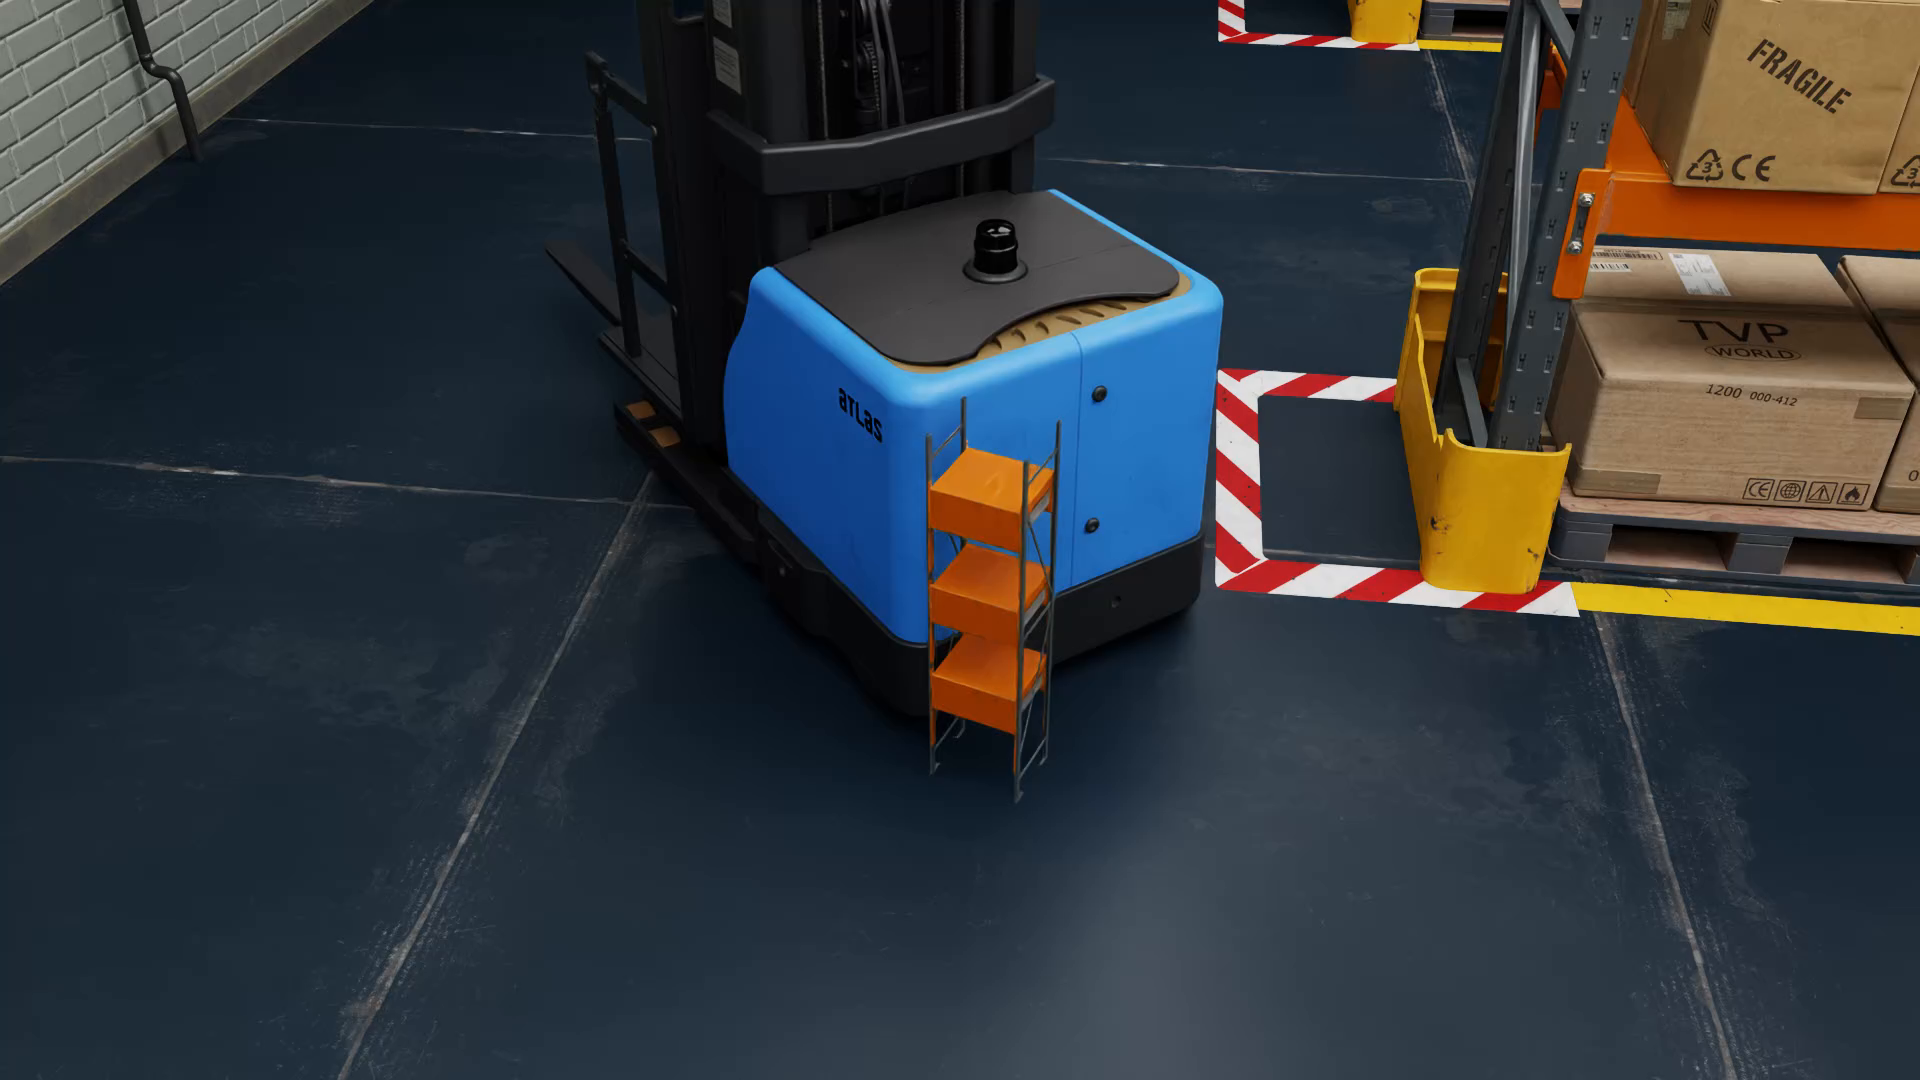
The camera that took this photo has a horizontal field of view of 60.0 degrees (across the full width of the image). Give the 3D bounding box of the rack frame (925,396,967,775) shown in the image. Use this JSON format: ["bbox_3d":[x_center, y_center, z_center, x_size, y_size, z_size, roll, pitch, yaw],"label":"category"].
[{"bbox_3d":[-0.032,0.140,4.150,0.008,1.050,0.200,16,39,21],"label":"rack frame"}]

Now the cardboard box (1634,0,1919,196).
[{"bbox_3d":[2.115,-1.238,4.317,0.500,0.500,0.500,4,36,6],"label":"cardboard box"}]

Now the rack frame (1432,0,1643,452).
[{"bbox_3d":[1.675,-1.399,4.628,0.127,3.000,1.000,4,36,6],"label":"rack frame"}]

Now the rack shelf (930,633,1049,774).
[{"bbox_3d":[0.078,0.406,4.274,0.240,0.259,0.215,16,39,21],"label":"rack shelf"}]

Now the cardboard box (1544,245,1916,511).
[{"bbox_3d":[2.343,-0.535,5.262,0.875,0.438,0.875,3,36,4],"label":"cardboard box"}]

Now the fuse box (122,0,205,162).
[{"bbox_3d":[-3.508,-2.478,7.248,0.414,1.711,0.539,4,36,6],"label":"fuse box"}]

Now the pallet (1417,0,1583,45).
[{"bbox_3d":[3.170,-3.060,9.356,1.213,0.211,1.003,4,36,6],"label":"pallet"}]

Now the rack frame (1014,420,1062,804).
[{"bbox_3d":[0.187,0.202,4.062,0.008,1.050,0.200,16,39,21],"label":"rack frame"}]

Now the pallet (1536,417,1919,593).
[{"bbox_3d":[2.478,-0.250,5.418,1.213,0.211,1.003,4,36,6],"label":"pallet"}]

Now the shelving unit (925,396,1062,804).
[{"bbox_3d":[0.078,0.171,4.106,0.252,1.050,0.215,16,39,21],"label":"shelving unit"}]

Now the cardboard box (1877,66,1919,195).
[{"bbox_3d":[2.620,-1.217,4.287,0.500,0.500,0.500,4,36,5],"label":"cardboard box"}]

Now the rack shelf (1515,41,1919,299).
[{"bbox_3d":[3.659,-0.958,4.629,4.000,0.370,1.077,4,36,6],"label":"rack shelf"}]

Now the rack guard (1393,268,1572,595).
[{"bbox_3d":[1.651,-0.383,5.356,0.348,0.500,1.175,4,36,6],"label":"rack guard"}]

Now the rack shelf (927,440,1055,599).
[{"bbox_3d":[0.078,-0.051,3.947,0.240,0.259,0.215,16,39,21],"label":"rack shelf"}]

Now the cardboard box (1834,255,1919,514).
[{"bbox_3d":[3.251,-0.473,5.174,0.875,0.438,0.875,5,36,7],"label":"cardboard box"}]

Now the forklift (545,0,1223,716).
[{"bbox_3d":[-0.517,-1.541,4.886,1.130,2.935,3.031,-21,40,-26],"label":"forklift"}]

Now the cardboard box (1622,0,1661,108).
[{"bbox_3d":[2.187,-1.556,4.762,0.500,0.500,0.500,4,36,6],"label":"cardboard box"}]

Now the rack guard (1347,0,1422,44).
[{"bbox_3d":[2.379,-3.236,9.354,0.348,0.500,1.175,4,36,6],"label":"rack guard"}]

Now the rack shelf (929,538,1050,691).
[{"bbox_3d":[0.078,0.180,4.112,0.240,0.259,0.215,16,39,21],"label":"rack shelf"}]
